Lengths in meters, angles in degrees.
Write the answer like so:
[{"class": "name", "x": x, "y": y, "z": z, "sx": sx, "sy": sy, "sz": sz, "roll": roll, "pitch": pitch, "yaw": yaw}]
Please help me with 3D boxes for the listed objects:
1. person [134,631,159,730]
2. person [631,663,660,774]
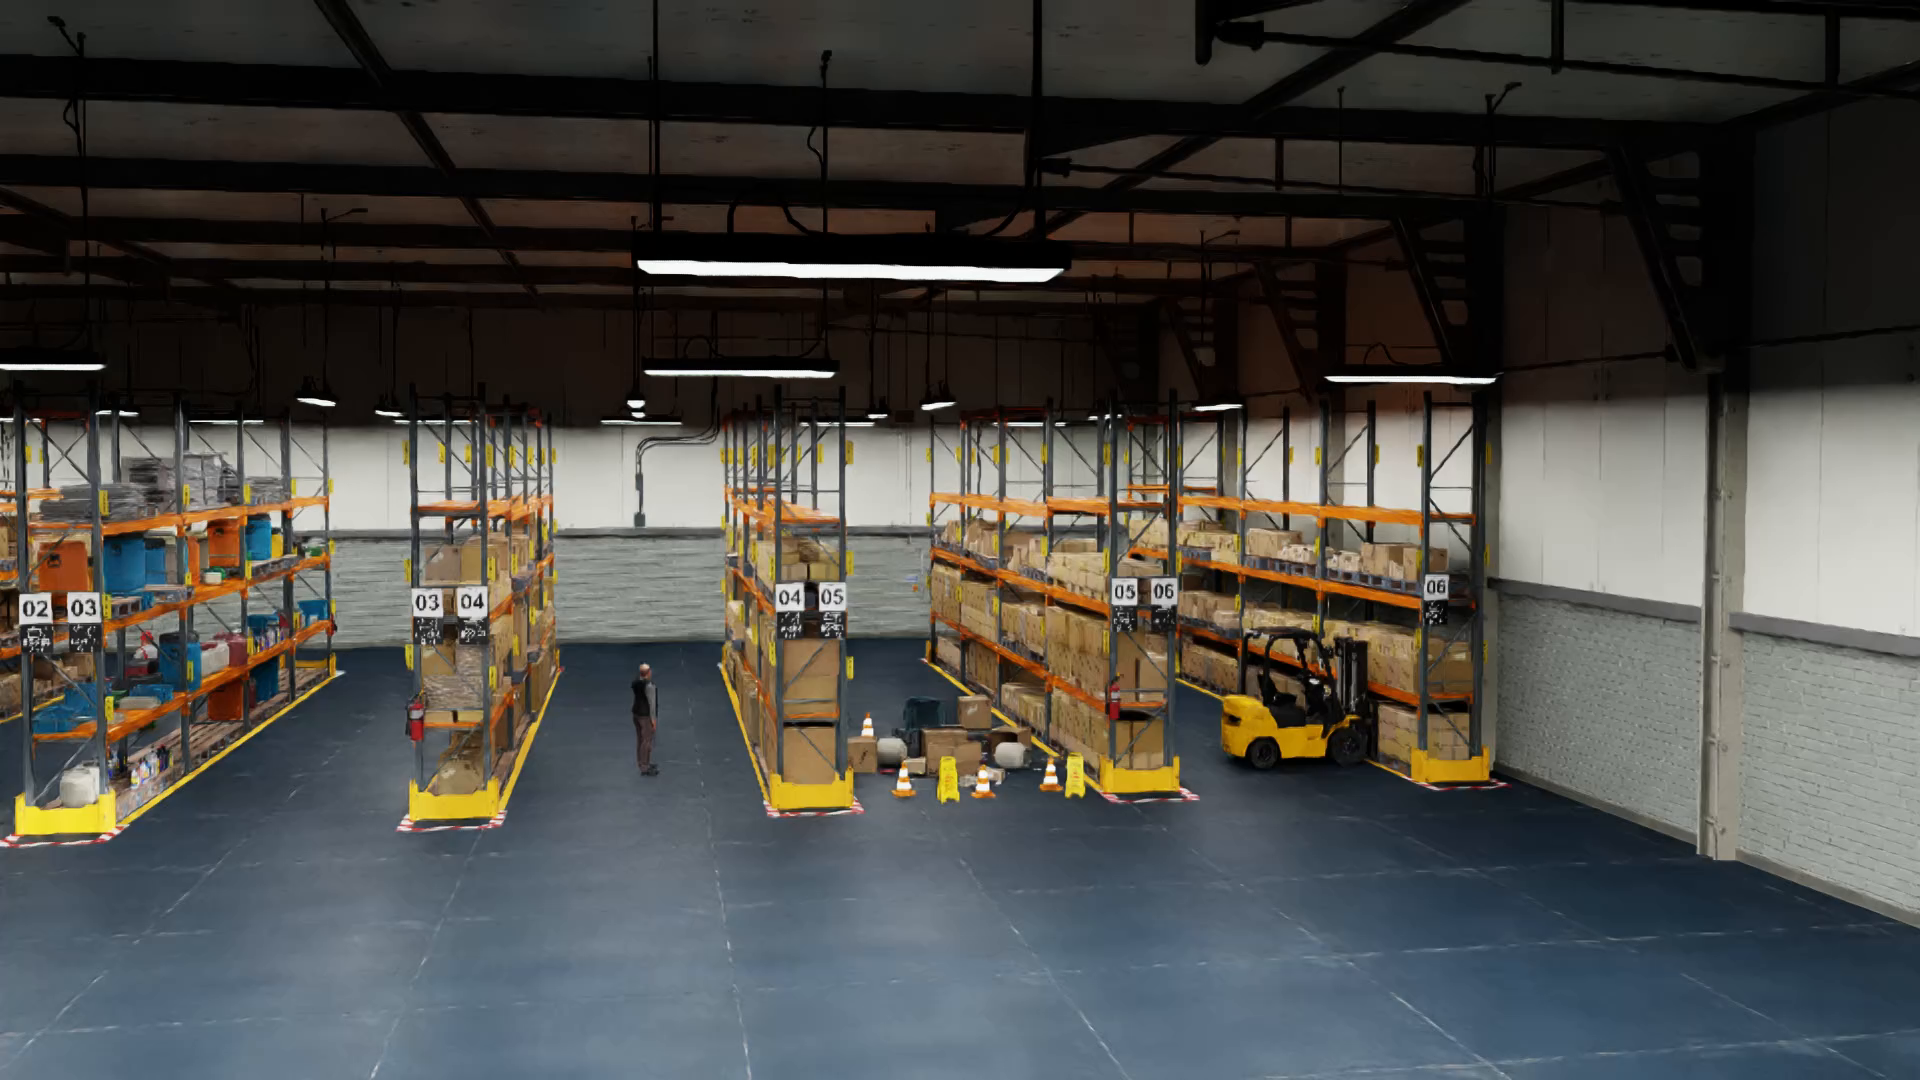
[{"class": "person", "x": -14.881, "y": 2.551, "z": 30.436, "sx": 0.577, "sy": 1.784, "sz": 0.655, "roll": 1, "pitch": 3, "yaw": 18}, {"class": "person", "x": -4.921, "y": 2.797, "z": 26.205, "sx": 0.450, "sy": 1.727, "sz": 0.584, "roll": -2, "pitch": 4, "yaw": -40}]
